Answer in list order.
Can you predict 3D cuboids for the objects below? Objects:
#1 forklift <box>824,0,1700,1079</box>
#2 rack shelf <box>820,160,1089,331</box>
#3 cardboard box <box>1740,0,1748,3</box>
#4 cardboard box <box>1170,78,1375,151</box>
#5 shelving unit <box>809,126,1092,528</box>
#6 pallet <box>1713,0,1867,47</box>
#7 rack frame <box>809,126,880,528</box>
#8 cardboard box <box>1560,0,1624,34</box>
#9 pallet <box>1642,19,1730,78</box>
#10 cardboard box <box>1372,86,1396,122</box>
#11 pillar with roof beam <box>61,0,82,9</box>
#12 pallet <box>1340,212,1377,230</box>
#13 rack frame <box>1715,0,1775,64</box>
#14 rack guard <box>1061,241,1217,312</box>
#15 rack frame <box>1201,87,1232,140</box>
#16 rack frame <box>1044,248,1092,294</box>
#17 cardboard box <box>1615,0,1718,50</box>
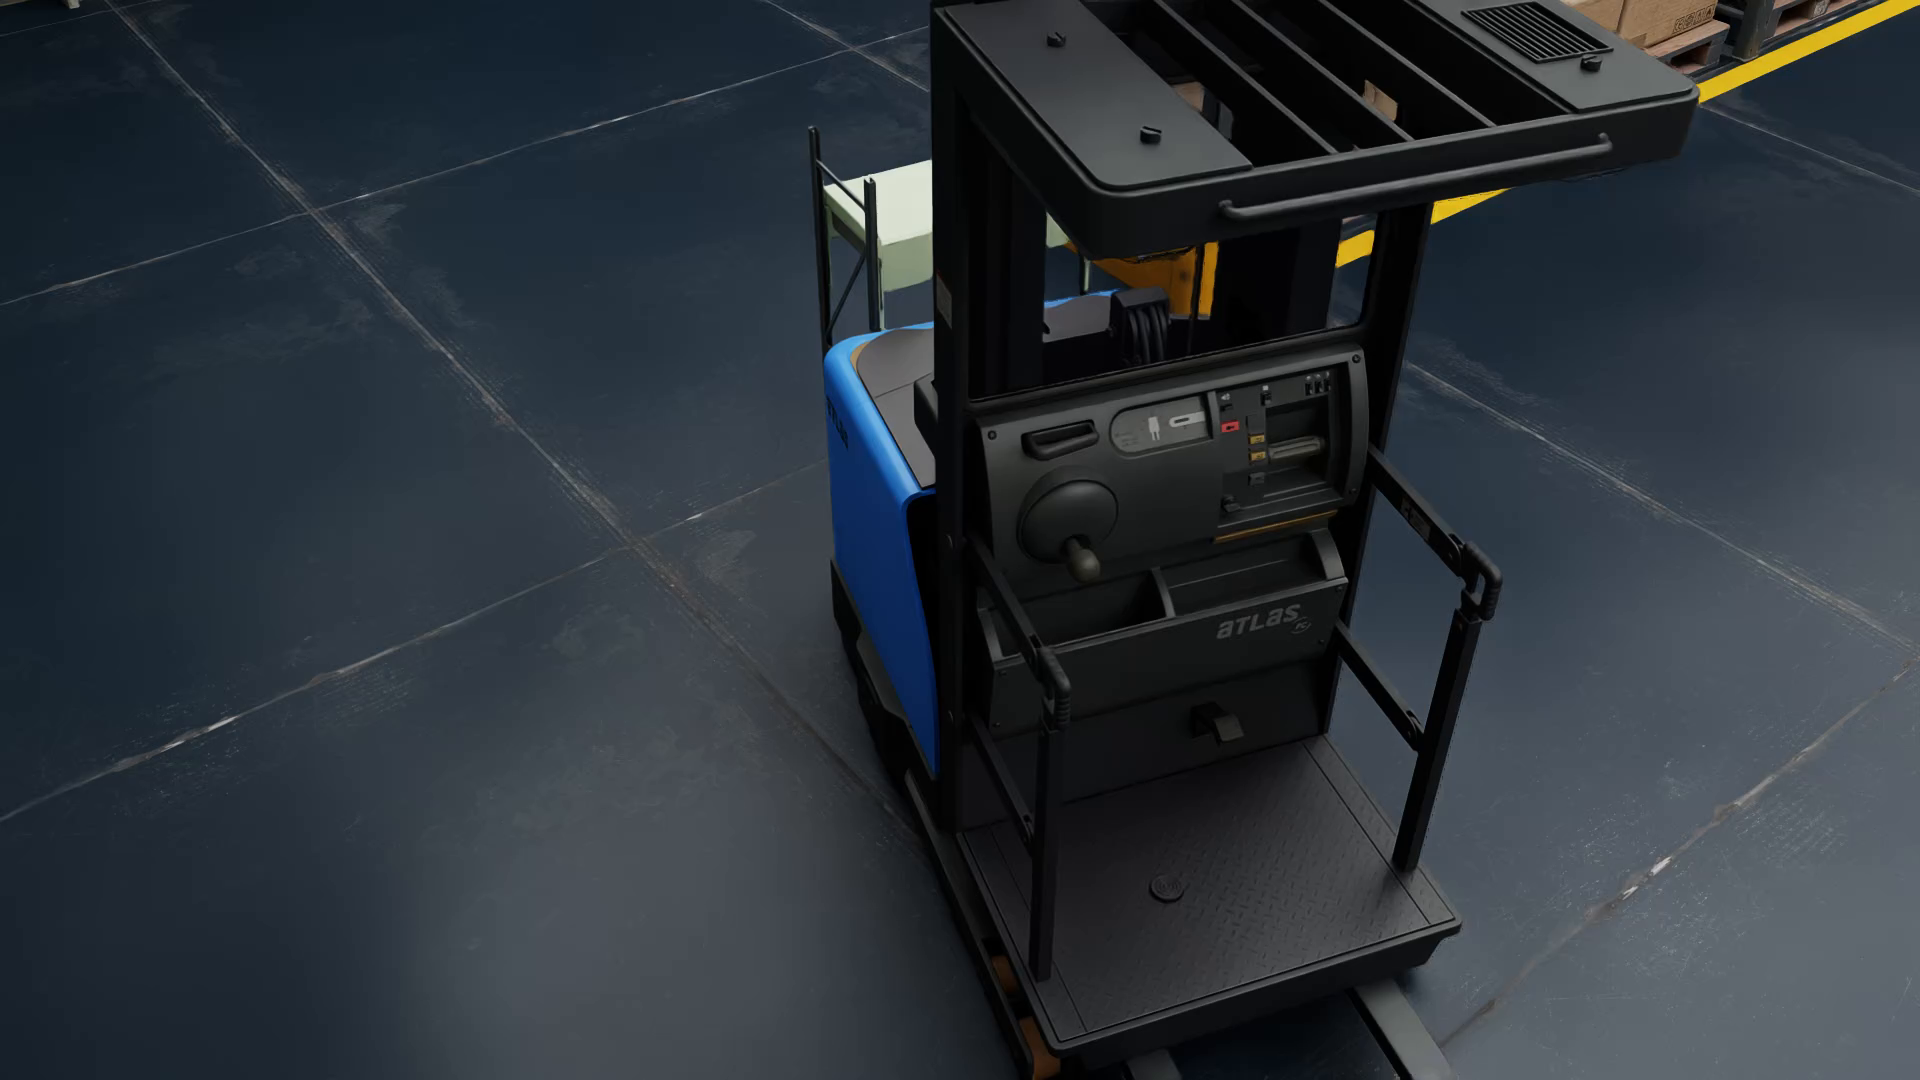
[{"bbox_3d":[0.564,-0.095,3.555,1.130,2.935,3.031,-13,41,-15],"label":"forklift"},{"bbox_3d":[-0.016,-0.931,5.087,0.720,0.370,0.431,-19,43,-22],"label":"rack shelf"},{"bbox_3d":[4.351,-3.581,9.094,0.875,0.875,0.875,-25,45,-27],"label":"cardboard box"},{"bbox_3d":[1.199,-1.891,7.380,0.875,0.438,0.875,-28,47,-29],"label":"cardboard box"},{"bbox_3d":[-0.016,-0.629,5.334,0.755,1.500,0.431,-19,43,-22],"label":"shelving unit"},{"bbox_3d":[4.474,-3.218,9.506,1.213,0.211,1.003,-26,46,-28],"label":"pallet"},{"bbox_3d":[-0.337,-0.517,5.198,0.023,1.500,0.400,-19,43,-22],"label":"rack frame"},{"bbox_3d":[2.635,-2.597,8.240,0.875,0.438,0.875,-27,47,-29],"label":"cardboard box"},{"bbox_3d":[3.257,-2.627,8.787,1.213,0.211,1.003,-26,46,-28],"label":"pallet"},{"bbox_3d":[1.919,-2.249,7.816,0.875,0.438,0.875,-25,45,-27],"label":"cardboard box"},{"bbox_3d":[-2.355,-4.475,4.110,0.400,9.000,9.100,-26,46,-28],"label":"pillar with roof beam"},{"bbox_3d":[1.323,-1.684,7.637,1.213,0.211,1.003,-26,46,-28],"label":"pallet"},{"bbox_3d":[3.908,-3.960,8.212,0.127,3.000,1.000,-26,46,-28],"label":"rack frame"},{"bbox_3d":[0.717,-1.439,7.109,0.348,0.500,1.175,-26,46,-28],"label":"rack guard"},{"bbox_3d":[0.736,-2.414,6.328,0.127,3.000,1.000,-26,46,-28],"label":"rack frame"},{"bbox_3d":[0.305,-0.740,5.470,0.023,1.500,0.400,-19,43,-22],"label":"rack frame"},{"bbox_3d":[3.345,-2.943,8.662,0.875,0.438,0.875,-27,46,-29],"label":"cardboard box"}]
